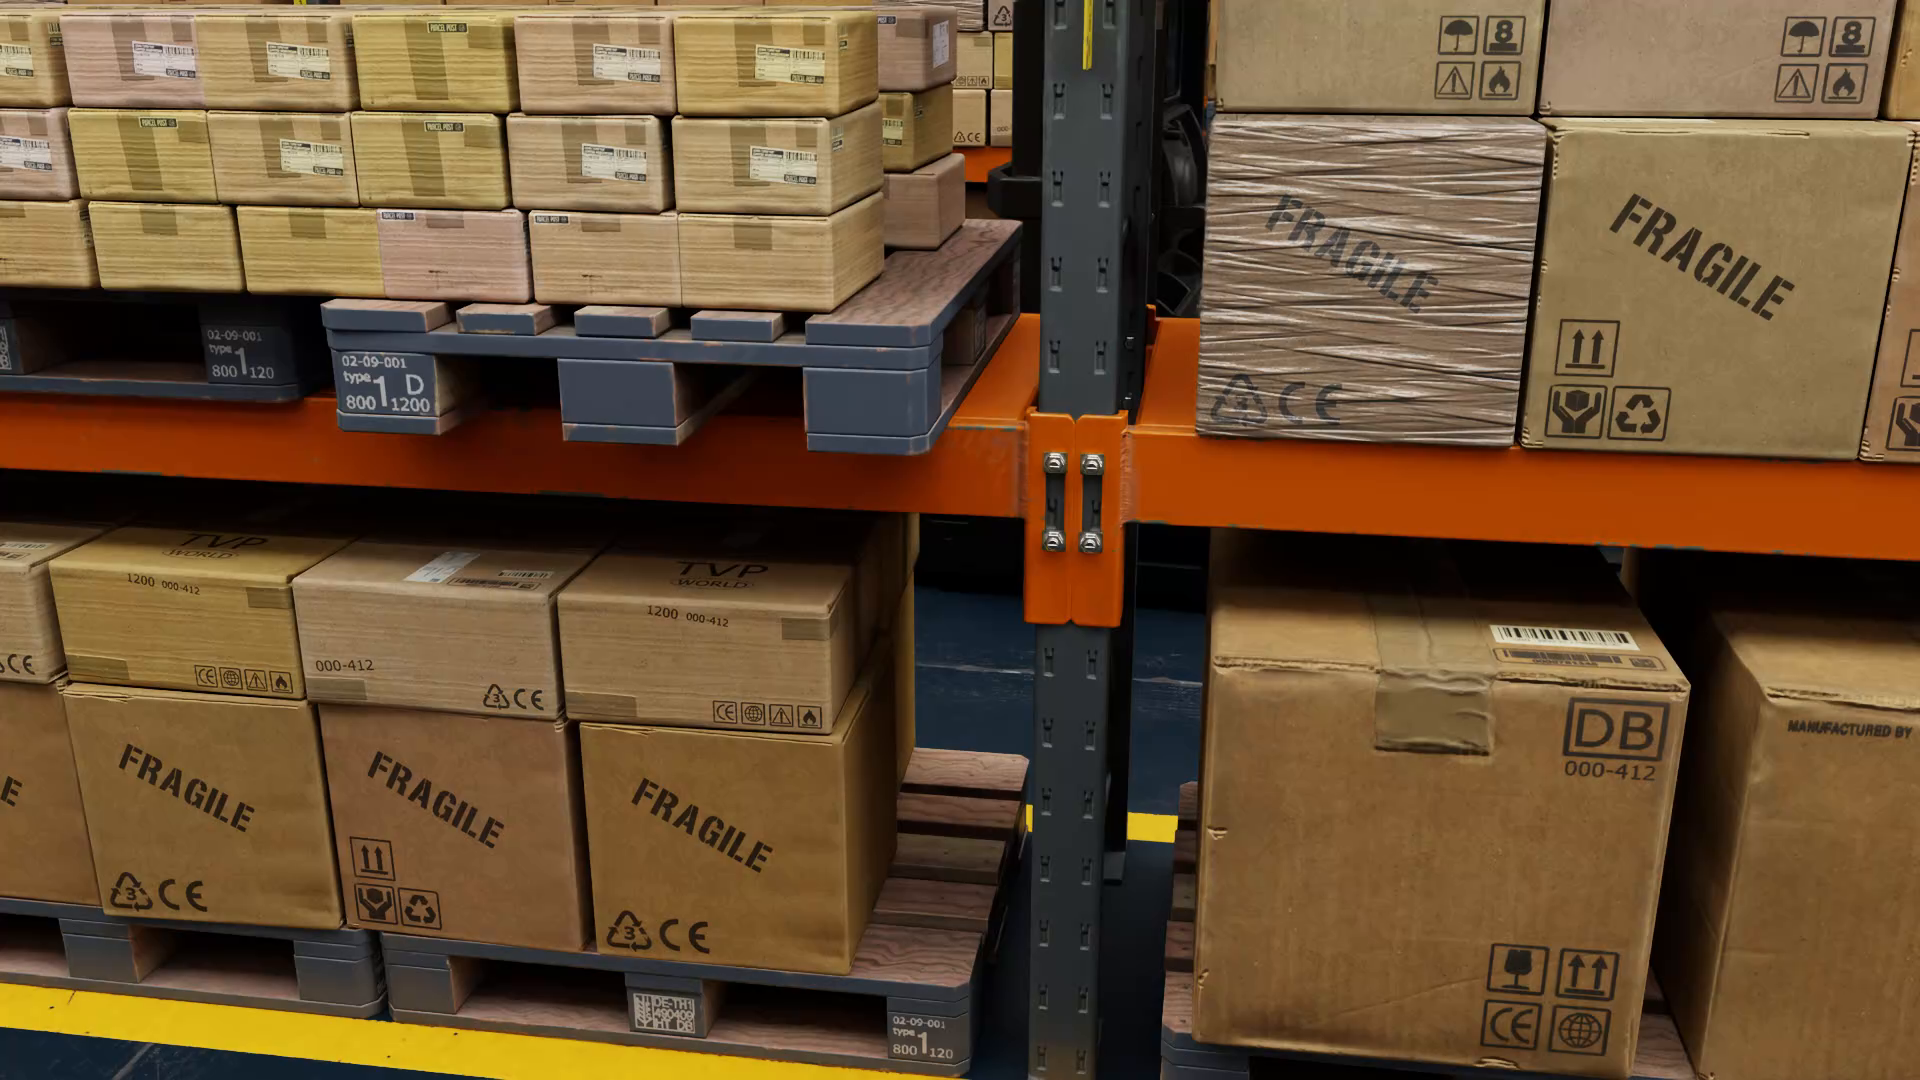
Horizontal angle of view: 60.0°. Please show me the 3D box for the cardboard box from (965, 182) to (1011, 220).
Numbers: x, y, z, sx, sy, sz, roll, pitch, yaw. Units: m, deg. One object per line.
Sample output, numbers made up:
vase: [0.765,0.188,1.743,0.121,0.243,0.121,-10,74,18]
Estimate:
cardboard box: [0.287,-1.339,8.263,0.875,0.875,0.875,3,19,8]

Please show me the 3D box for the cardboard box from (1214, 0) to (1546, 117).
cardboard box: [0.712,-1.026,2.909,0.500,0.500,0.700,3,19,8]

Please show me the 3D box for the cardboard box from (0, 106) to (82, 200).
cardboard box: [-1.563,-0.698,2.927,0.250,0.149,0.380,3,19,10]

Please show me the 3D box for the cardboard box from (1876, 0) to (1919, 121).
cardboard box: [1.719,-0.976,2.759,0.500,0.500,0.700,3,19,8]

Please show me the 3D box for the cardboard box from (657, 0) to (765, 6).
cardboard box: [-1.091,-2.630,7.702,0.500,0.500,0.500,3,19,8]

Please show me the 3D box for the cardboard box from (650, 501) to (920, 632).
cardboard box: [-0.372,-0.010,3.702,0.500,0.250,0.500,2,19,6]

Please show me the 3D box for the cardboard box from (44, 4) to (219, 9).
cardboard box: [-1.698,-1.056,3.528,0.250,0.149,0.380,3,19,8]

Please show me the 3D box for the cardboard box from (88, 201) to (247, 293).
cardboard box: [-1.300,-0.544,2.935,0.250,0.149,0.380,2,19,6]

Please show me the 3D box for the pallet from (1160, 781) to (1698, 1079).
pallet: [1.037,0.855,3.414,1.213,0.211,1.003,3,19,9]

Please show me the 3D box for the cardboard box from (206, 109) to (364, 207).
cardboard box: [-1.060,-0.672,2.849,0.250,0.149,0.380,3,19,9]

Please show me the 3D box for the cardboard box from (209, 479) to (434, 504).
cardboard box: [-1.359,-0.065,3.865,0.500,0.250,0.500,3,19,9]

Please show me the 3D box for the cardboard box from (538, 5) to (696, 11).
cardboard box: [-0.662,-1.003,3.369,0.250,0.149,0.380,3,19,8]

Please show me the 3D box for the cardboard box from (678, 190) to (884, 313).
cardboard box: [-0.289,-0.491,2.778,0.250,0.149,0.380,3,19,10]

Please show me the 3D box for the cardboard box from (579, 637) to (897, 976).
cardboard box: [-0.420,0.505,3.345,0.500,0.500,0.500,3,19,8]

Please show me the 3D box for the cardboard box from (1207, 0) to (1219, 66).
cardboard box: [1.364,-2.379,7.397,0.500,0.500,0.500,2,19,7]

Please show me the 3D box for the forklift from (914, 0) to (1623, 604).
forklift: [0.953,-1.311,5.602,3.031,2.935,1.130,5,19,14]

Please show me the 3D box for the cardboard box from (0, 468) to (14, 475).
cardboard box: [-2.398,-0.113,4.008,0.500,0.250,0.500,4,19,11]

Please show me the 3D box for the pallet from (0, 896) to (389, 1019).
pallet: [-1.702,0.690,3.908,1.213,0.211,1.003,3,19,9]

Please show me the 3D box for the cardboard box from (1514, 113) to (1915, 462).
cardboard box: [1.174,-0.446,2.751,0.500,0.500,0.500,3,19,8]

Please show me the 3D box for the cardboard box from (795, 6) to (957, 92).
cardboard box: [-0.159,-0.977,3.291,0.250,0.149,0.380,3,19,9]

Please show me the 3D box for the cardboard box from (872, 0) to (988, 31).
cardboard box: [-0.104,-2.575,7.539,0.500,0.500,0.500,3,19,10]

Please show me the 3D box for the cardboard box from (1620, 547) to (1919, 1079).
cardboard box: [1.721,0.439,3.147,0.750,0.750,1.050,3,19,9]

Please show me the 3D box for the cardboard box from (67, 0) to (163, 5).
cardboard box: [-4.003,-2.774,8.134,0.500,0.500,0.500,3,19,8]

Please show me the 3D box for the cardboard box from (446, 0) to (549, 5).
cardboard box: [-2.098,-2.680,7.852,0.500,0.500,0.500,3,19,8]

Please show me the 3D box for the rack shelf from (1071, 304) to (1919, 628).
rack shelf: [2.245,-0.089,2.974,4.000,0.370,1.077,3,19,9]

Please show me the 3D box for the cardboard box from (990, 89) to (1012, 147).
cardboard box: [0.416,-1.959,7.668,0.500,0.250,0.500,2,19,7]

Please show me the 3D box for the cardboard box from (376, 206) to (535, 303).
cardboard box: [-0.788,-0.517,2.855,0.250,0.149,0.380,3,19,10]

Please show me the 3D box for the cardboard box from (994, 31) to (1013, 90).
cardboard box: [0.438,-2.197,7.590,0.500,0.250,0.500,3,19,8]

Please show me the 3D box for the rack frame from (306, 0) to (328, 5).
rack frame: [-2.993,-2.288,8.412,0.127,3.000,1.000,3,19,9]

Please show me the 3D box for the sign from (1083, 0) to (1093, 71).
sign: [0.194,-0.871,2.480,0.005,0.325,0.100,3,19,9]

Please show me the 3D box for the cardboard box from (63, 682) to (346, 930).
cardboard box: [-1.457,0.456,3.491,0.500,0.500,0.500,2,19,6]

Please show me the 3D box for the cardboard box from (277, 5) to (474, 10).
cardboard box: [-1.191,-1.029,3.449,0.250,0.149,0.380,4,19,11]

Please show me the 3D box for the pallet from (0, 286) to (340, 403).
pallet: [-1.690,-0.526,3.451,1.213,0.211,1.003,3,19,9]

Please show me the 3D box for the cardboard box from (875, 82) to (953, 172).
cardboard box: [-0.174,-0.839,3.347,0.250,0.149,0.380,4,19,11]

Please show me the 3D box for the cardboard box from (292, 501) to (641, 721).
cardboard box: [-0.946,0.126,3.295,0.500,0.250,0.500,3,19,9]

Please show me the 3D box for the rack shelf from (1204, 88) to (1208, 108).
rack shelf: [3.714,-3.200,12.272,4.000,0.370,1.077,3,19,9]

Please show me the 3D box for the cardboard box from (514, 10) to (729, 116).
cardboard box: [-0.533,-0.787,2.724,0.250,0.149,0.380,3,19,8]

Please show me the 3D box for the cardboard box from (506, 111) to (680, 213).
cardboard box: [-0.553,-0.647,2.773,0.250,0.149,0.380,4,19,11]

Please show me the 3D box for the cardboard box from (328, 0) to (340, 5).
cardboard box: [-3.425,-2.909,8.536,0.500,0.500,0.500,3,19,9]

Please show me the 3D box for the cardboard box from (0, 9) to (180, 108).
cardboard box: [-1.562,-0.839,2.881,0.250,0.149,0.380,4,19,11]

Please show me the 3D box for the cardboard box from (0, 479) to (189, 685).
cardboard box: [-1.962,0.072,3.456,0.500,0.250,0.500,4,19,11]

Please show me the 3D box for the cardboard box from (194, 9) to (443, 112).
cardboard box: [-1.056,-0.812,2.800,0.250,0.149,0.380,3,19,10]

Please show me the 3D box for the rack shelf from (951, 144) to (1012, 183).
rack shelf: [-1.019,-1.846,8.226,4.000,0.370,1.077,3,19,9]
